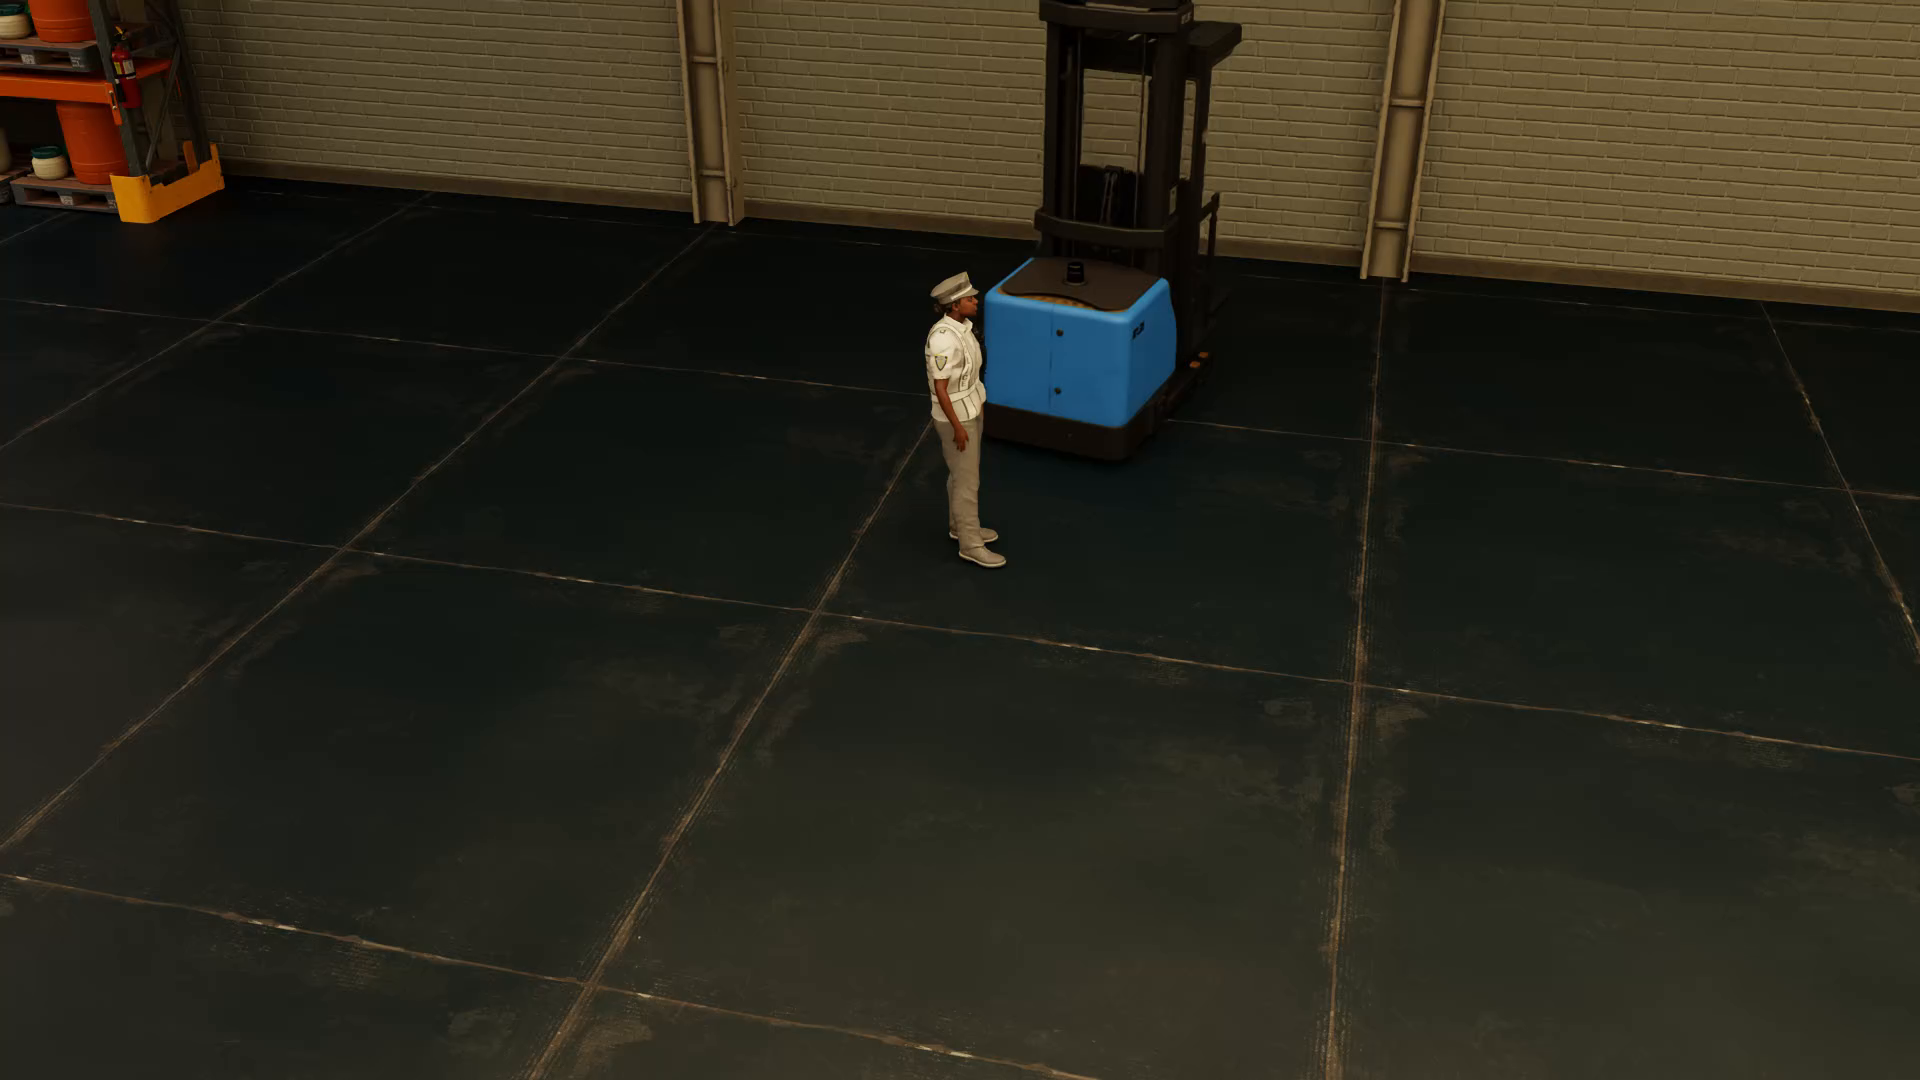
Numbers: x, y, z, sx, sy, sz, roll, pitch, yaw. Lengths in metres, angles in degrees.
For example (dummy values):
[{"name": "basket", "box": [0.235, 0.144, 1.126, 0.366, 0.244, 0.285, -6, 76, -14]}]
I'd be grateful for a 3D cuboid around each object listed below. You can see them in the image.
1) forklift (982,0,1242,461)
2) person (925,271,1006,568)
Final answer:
[{"name": "forklift", "box": [1.231, -2.498, 11.580, 1.130, 2.935, 3.031, 13, 32, 22]}, {"name": "person", "box": [0.068, -0.725, 9.690, 0.530, 1.695, 0.570, 7, 30, 12]}]
